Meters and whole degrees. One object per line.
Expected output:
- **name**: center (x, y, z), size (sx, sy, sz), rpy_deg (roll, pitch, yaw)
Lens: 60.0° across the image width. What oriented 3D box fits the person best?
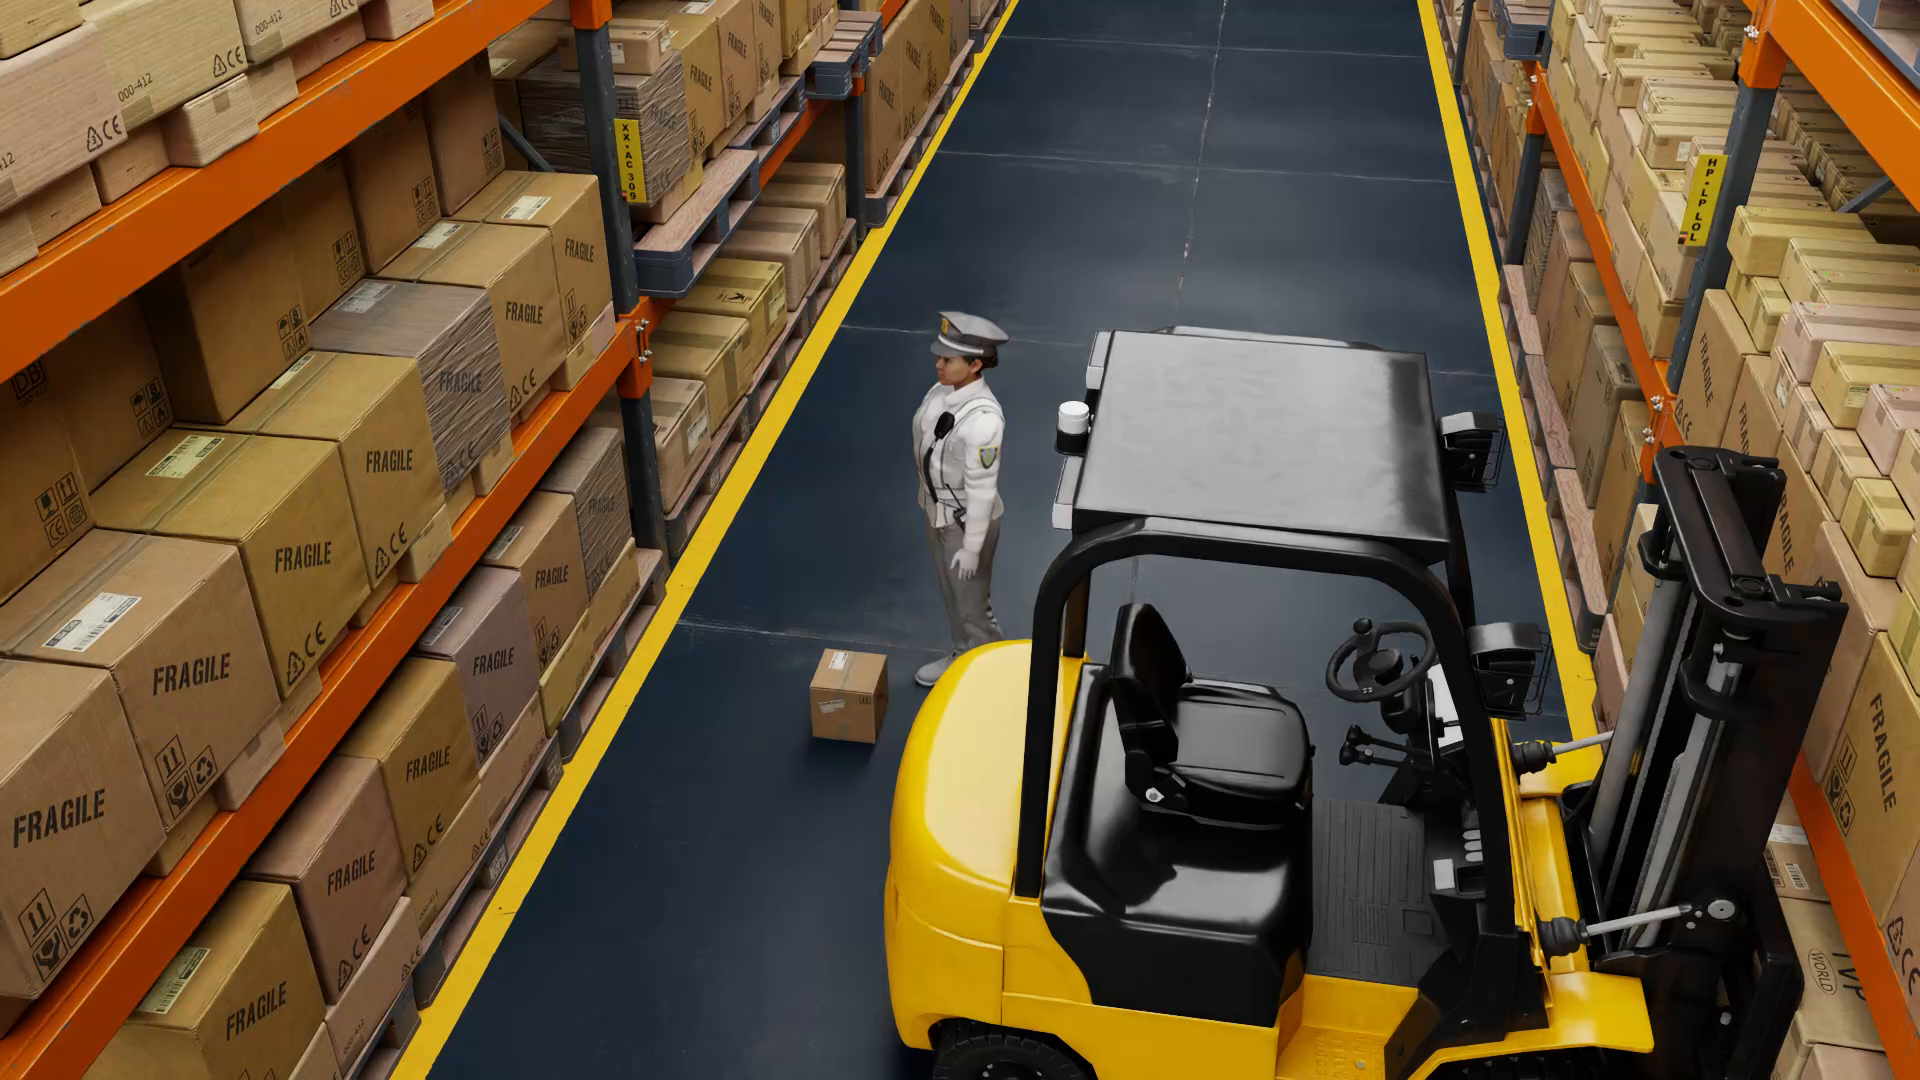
- **person**: center (-0.003, -0.073, 6.226), size (0.345, 1.692, 0.468), rpy_deg (-10, 34, -15)
